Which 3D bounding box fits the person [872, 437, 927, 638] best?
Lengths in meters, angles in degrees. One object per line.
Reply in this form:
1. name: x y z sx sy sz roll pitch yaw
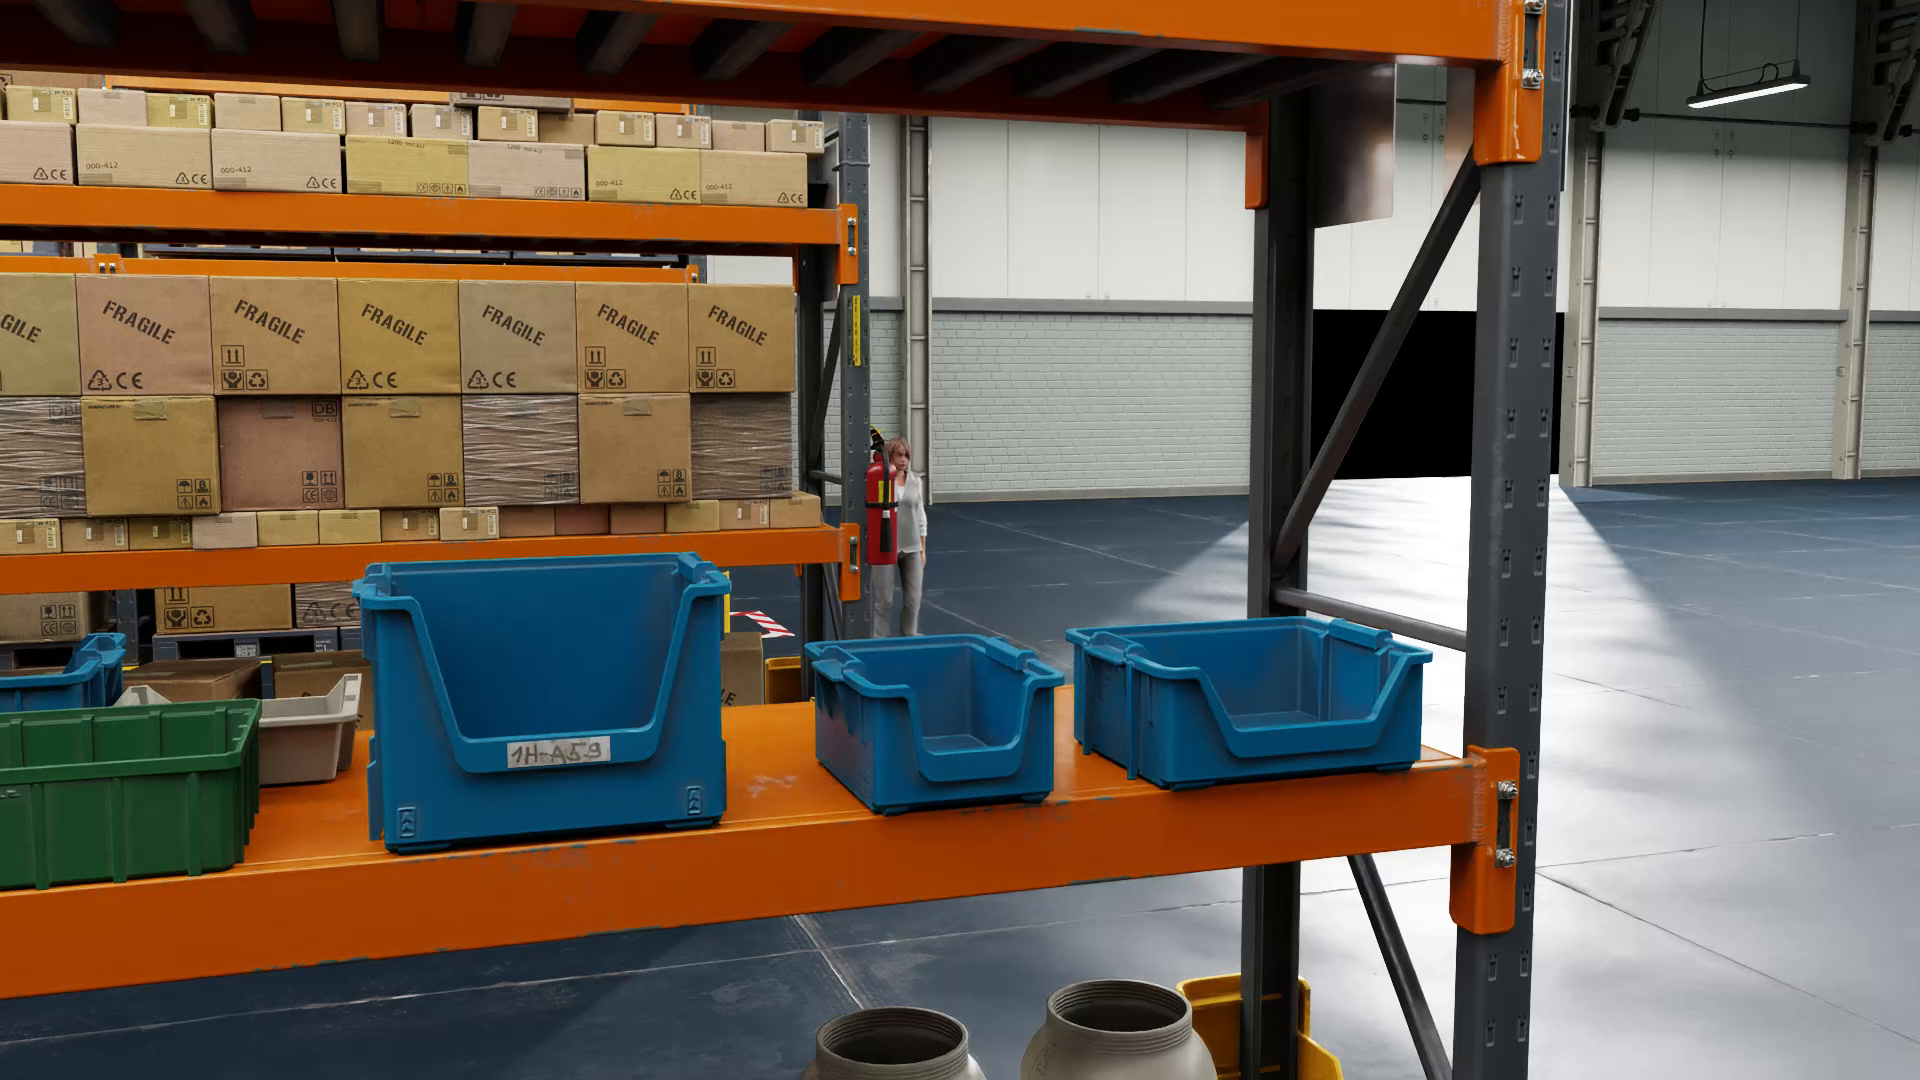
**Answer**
1. person: -0.419 0.092 11.397 0.406 1.596 0.310 -2 6 -17
